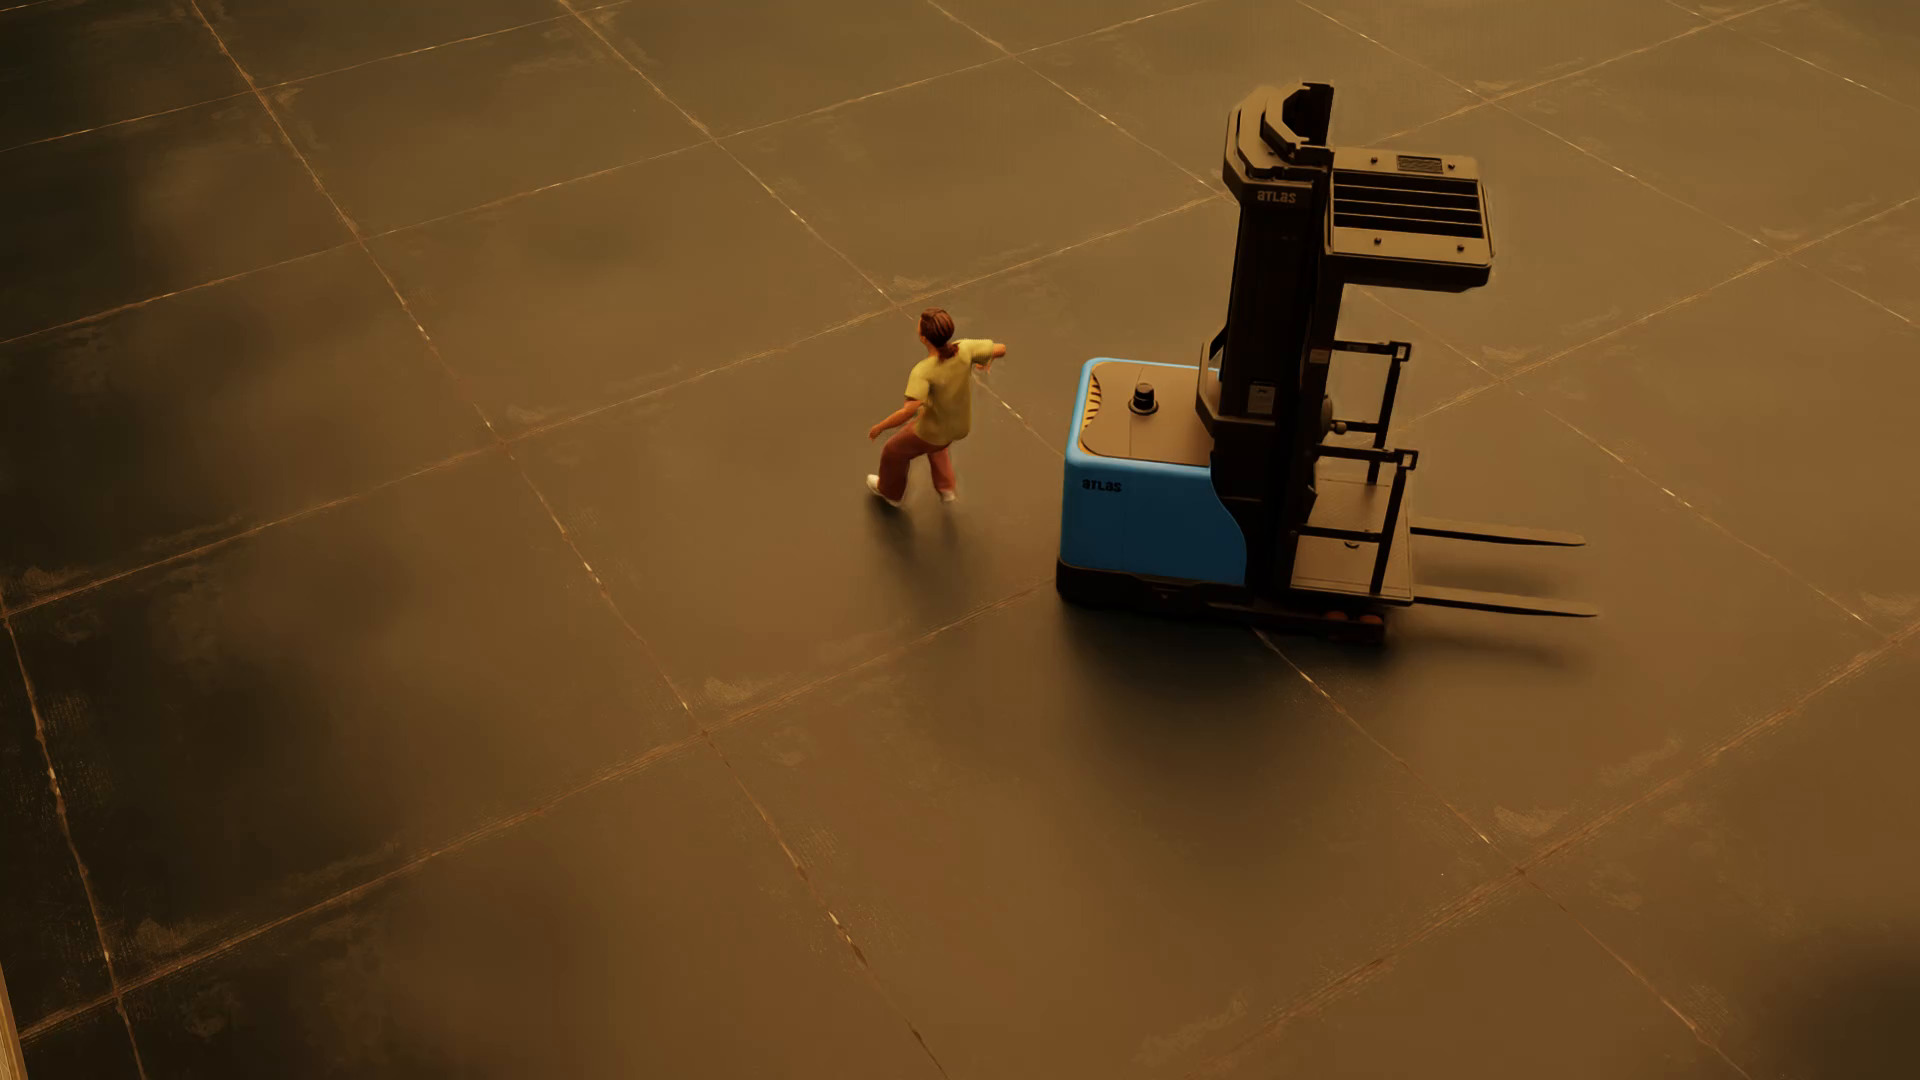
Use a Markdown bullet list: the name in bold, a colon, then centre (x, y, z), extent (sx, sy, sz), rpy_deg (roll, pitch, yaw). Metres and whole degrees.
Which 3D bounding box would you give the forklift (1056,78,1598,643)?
- **forklift**: centre (2.123, -0.898, 8.899), extent (3.031, 2.935, 1.130), rpy_deg (6, 42, 7)

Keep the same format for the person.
- **person**: centre (-0.249, -0.775, 9.739), extent (0.904, 1.564, 0.803), rpy_deg (-26, 48, -27)
